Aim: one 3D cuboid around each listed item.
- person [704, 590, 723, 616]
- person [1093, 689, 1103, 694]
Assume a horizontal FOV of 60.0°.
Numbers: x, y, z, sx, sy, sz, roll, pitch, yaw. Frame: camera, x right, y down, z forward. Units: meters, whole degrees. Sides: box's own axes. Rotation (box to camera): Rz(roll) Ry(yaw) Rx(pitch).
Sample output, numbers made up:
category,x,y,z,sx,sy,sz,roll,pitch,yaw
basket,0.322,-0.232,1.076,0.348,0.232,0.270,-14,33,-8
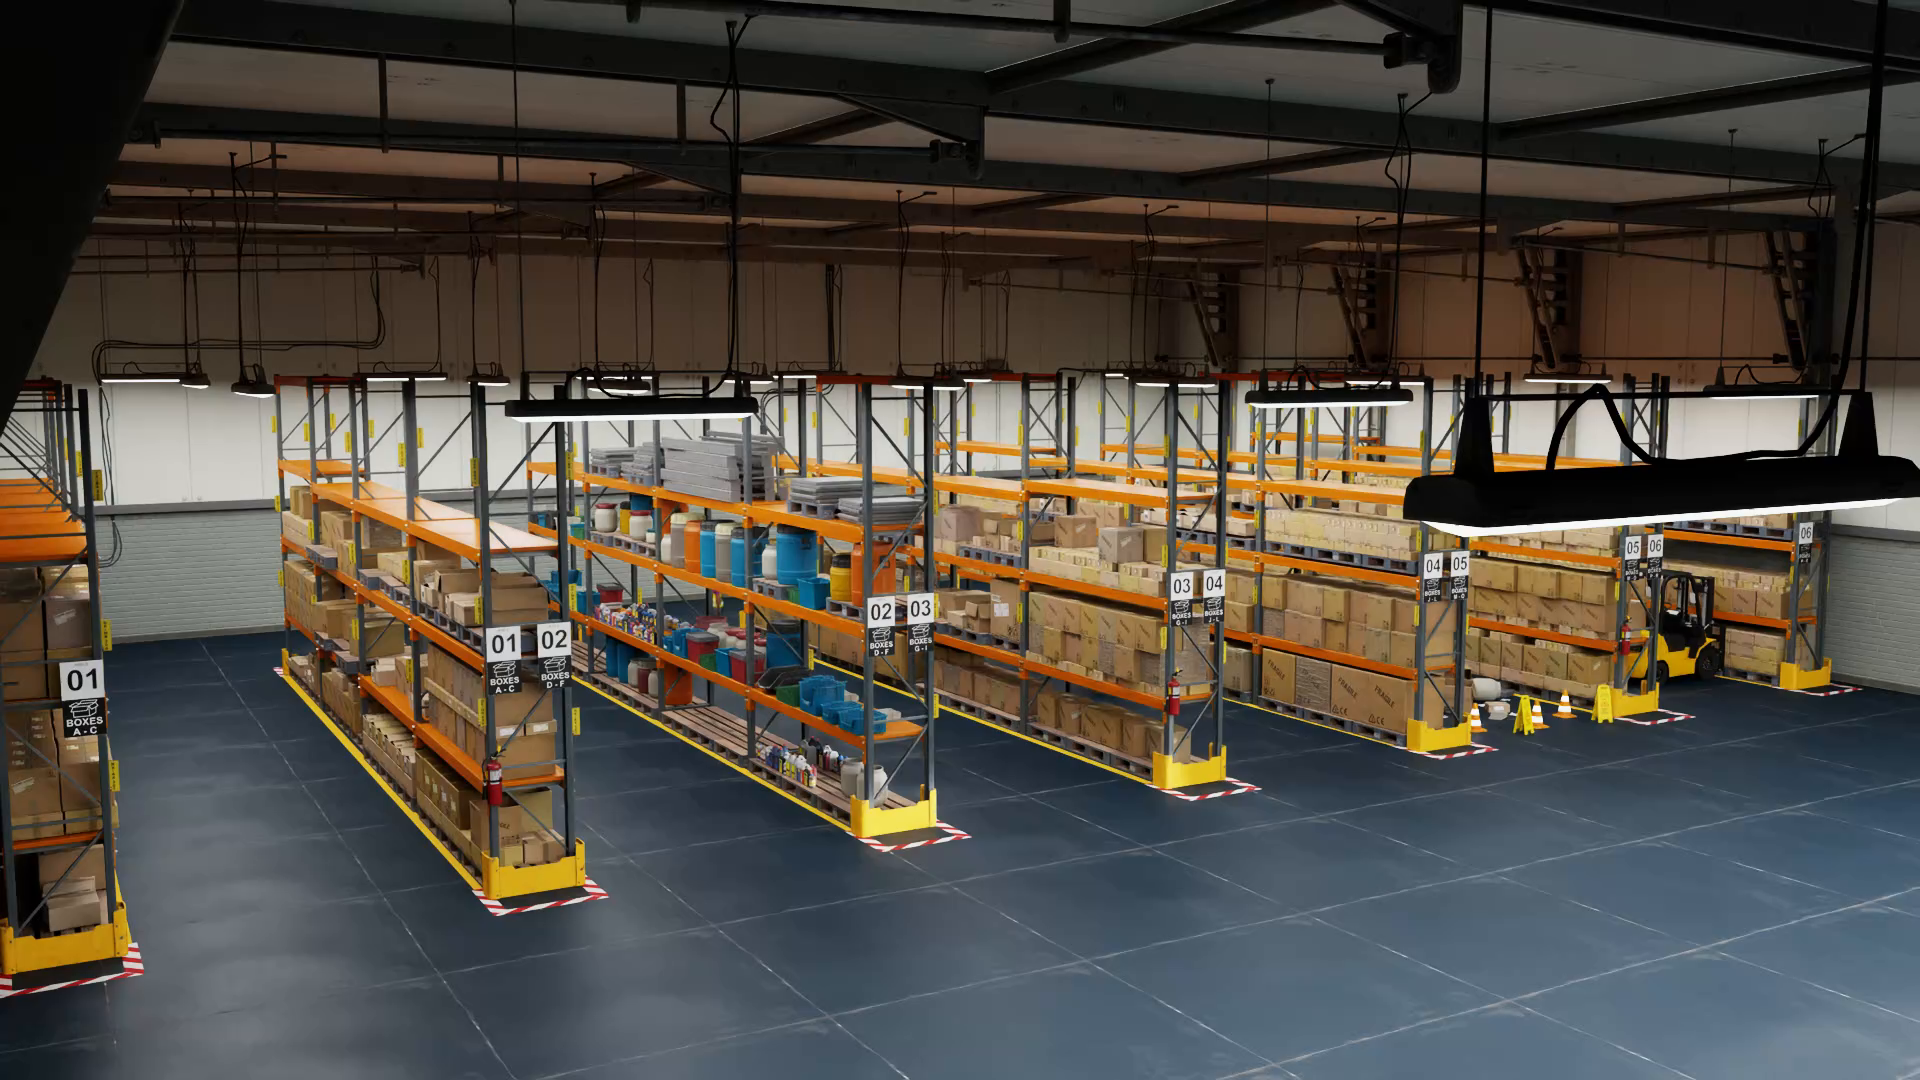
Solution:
category,x,y,z,sx,sy,sz,roll,pitch,yaw
person,-5.406,1.476,36.382,0.656,1.777,0.610,0,6,0
person,2.510,2.004,31.447,0.627,1.777,0.587,-1,6,-10
